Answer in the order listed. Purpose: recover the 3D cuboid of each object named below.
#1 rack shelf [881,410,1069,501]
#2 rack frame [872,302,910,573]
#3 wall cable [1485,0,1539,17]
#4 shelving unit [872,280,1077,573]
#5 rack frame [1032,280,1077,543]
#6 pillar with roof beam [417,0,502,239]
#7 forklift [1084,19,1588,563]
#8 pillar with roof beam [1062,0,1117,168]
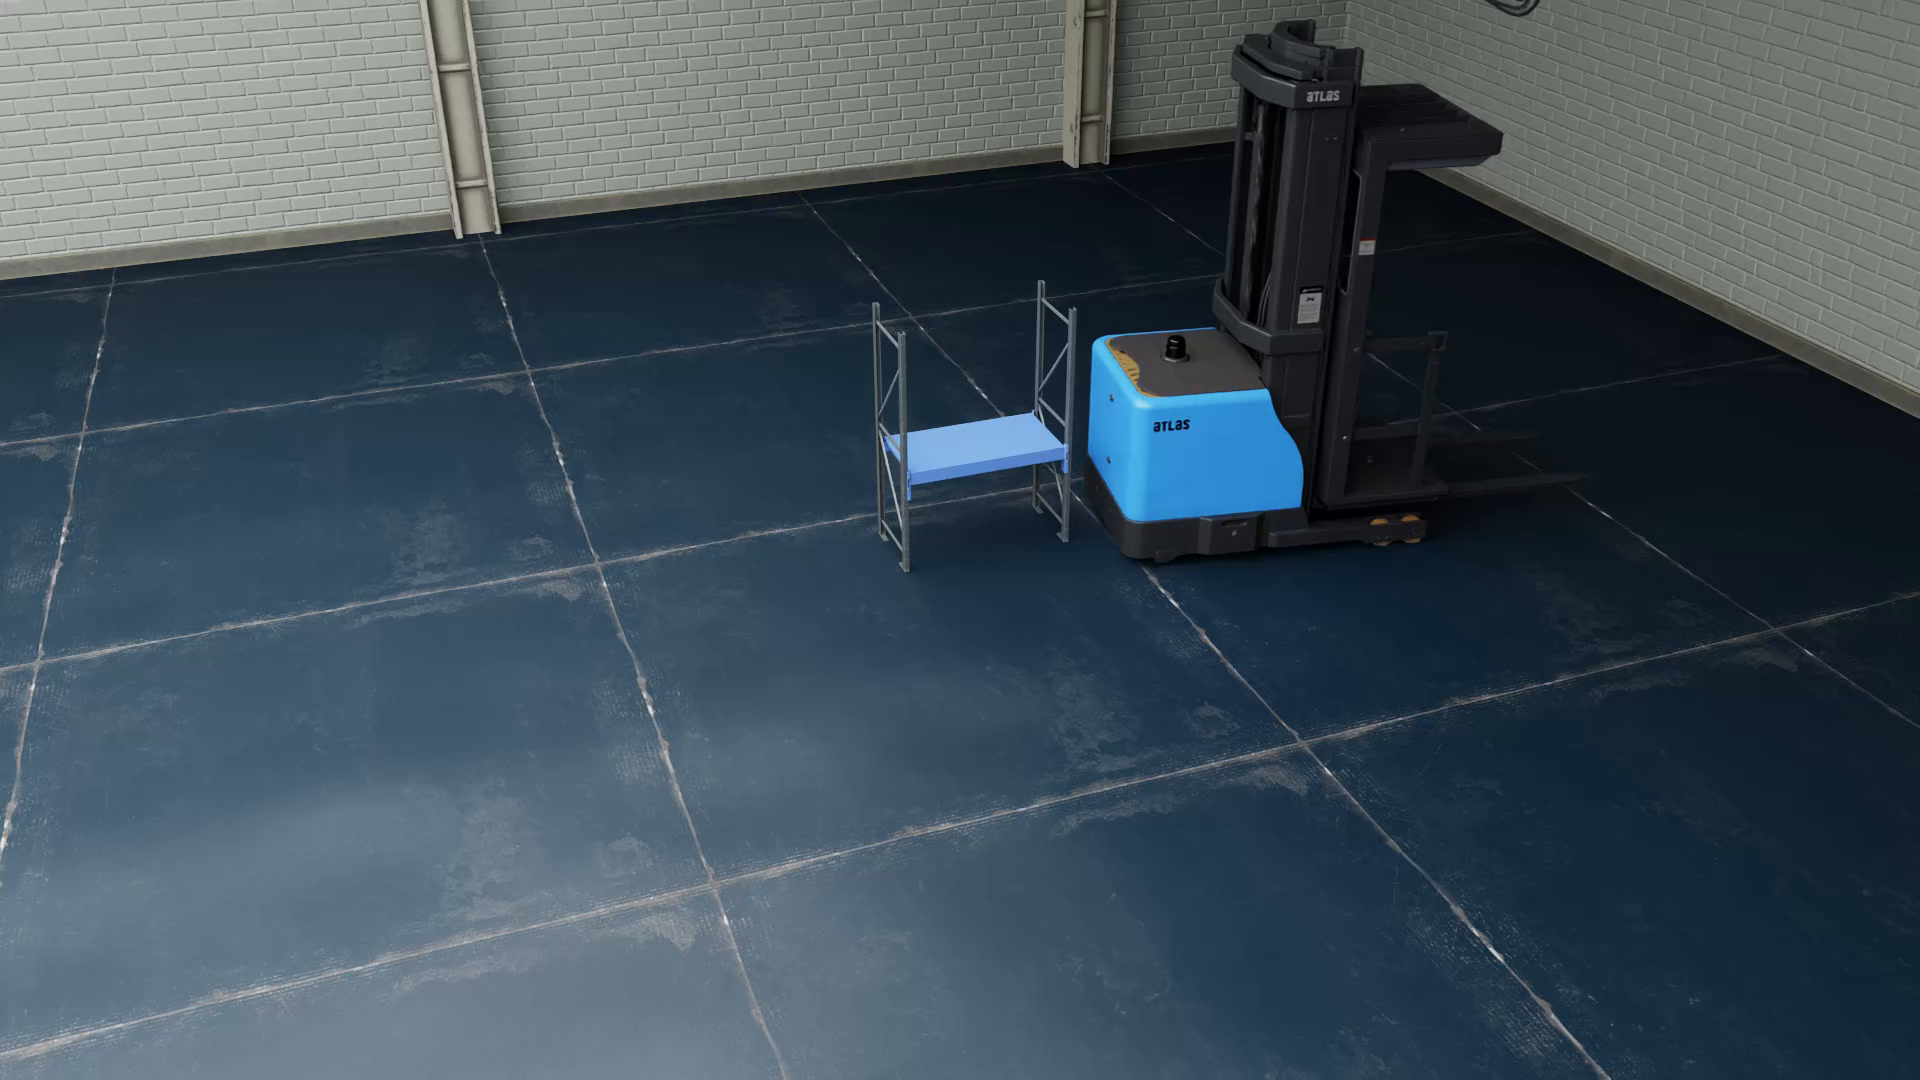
[{"bbox_3d":[0.080,-0.510,9.844,1.000,0.185,0.538,-10,31,-18],"label":"rack shelf"},{"bbox_3d":[-0.396,-0.579,9.601,0.032,1.500,0.500,-10,31,-18],"label":"rack frame"},{"bbox_3d":[4.493,-6.282,15.173,0.112,2.526,3.097,-10,31,-18],"label":"wall cable"},{"bbox_3d":[0.080,-0.666,9.755,1.048,1.500,0.538,-10,31,-18],"label":"shelving unit"},{"bbox_3d":[0.556,-0.754,9.909,0.032,1.500,0.500,-10,31,-18],"label":"rack frame"},{"bbox_3d":[-2.851,-4.703,9.265,0.400,9.000,9.100,-10,31,-18],"label":"pillar with roof beam"},{"bbox_3d":[2.358,-1.488,9.751,3.031,2.935,1.130,-5,30,-10],"label":"forklift"},{"bbox_3d":[2.772,-5.739,11.083,0.400,9.000,9.100,-10,31,-18],"label":"pillar with roof beam"}]
